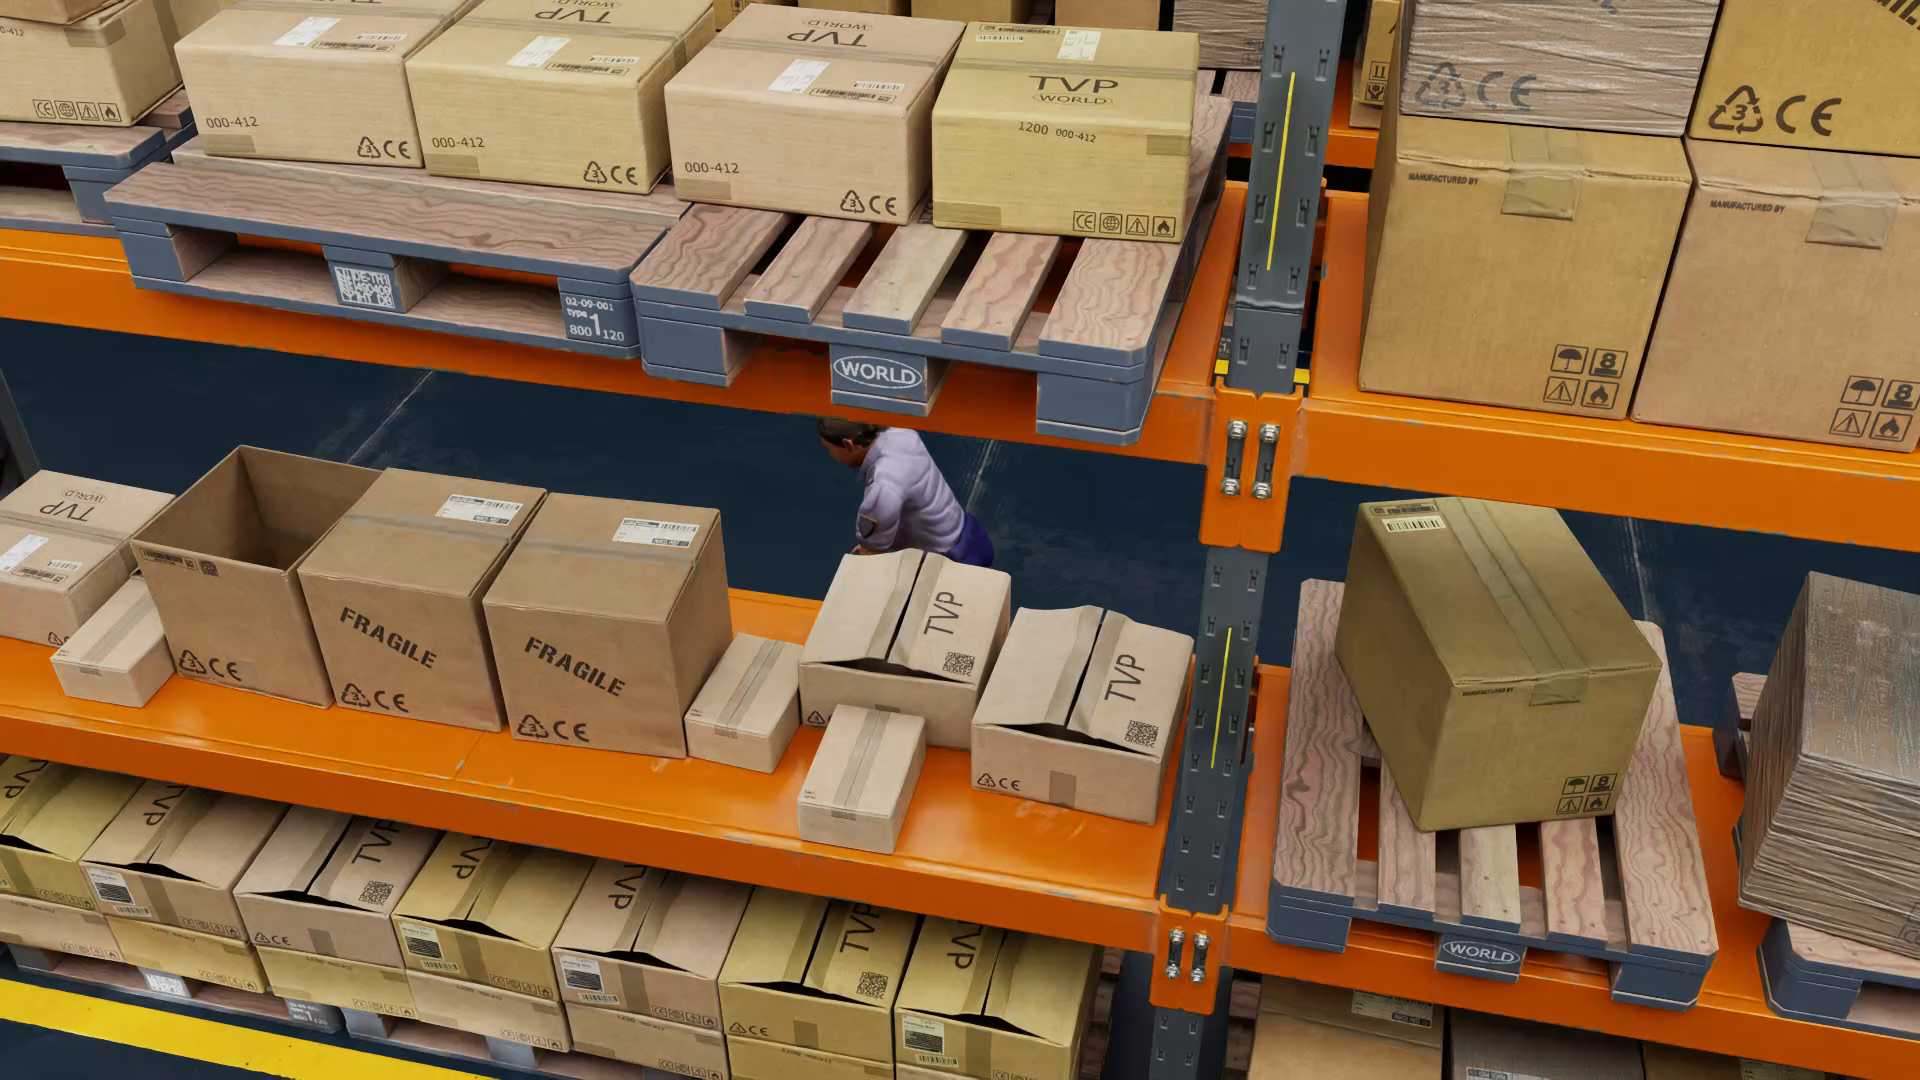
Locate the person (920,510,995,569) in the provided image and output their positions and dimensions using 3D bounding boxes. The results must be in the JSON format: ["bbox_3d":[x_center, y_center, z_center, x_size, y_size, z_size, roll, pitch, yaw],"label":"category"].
[{"bbox_3d":[-0.137,0.318,6.363,0.498,0.909,0.486,7,37,10],"label":"person"}]
